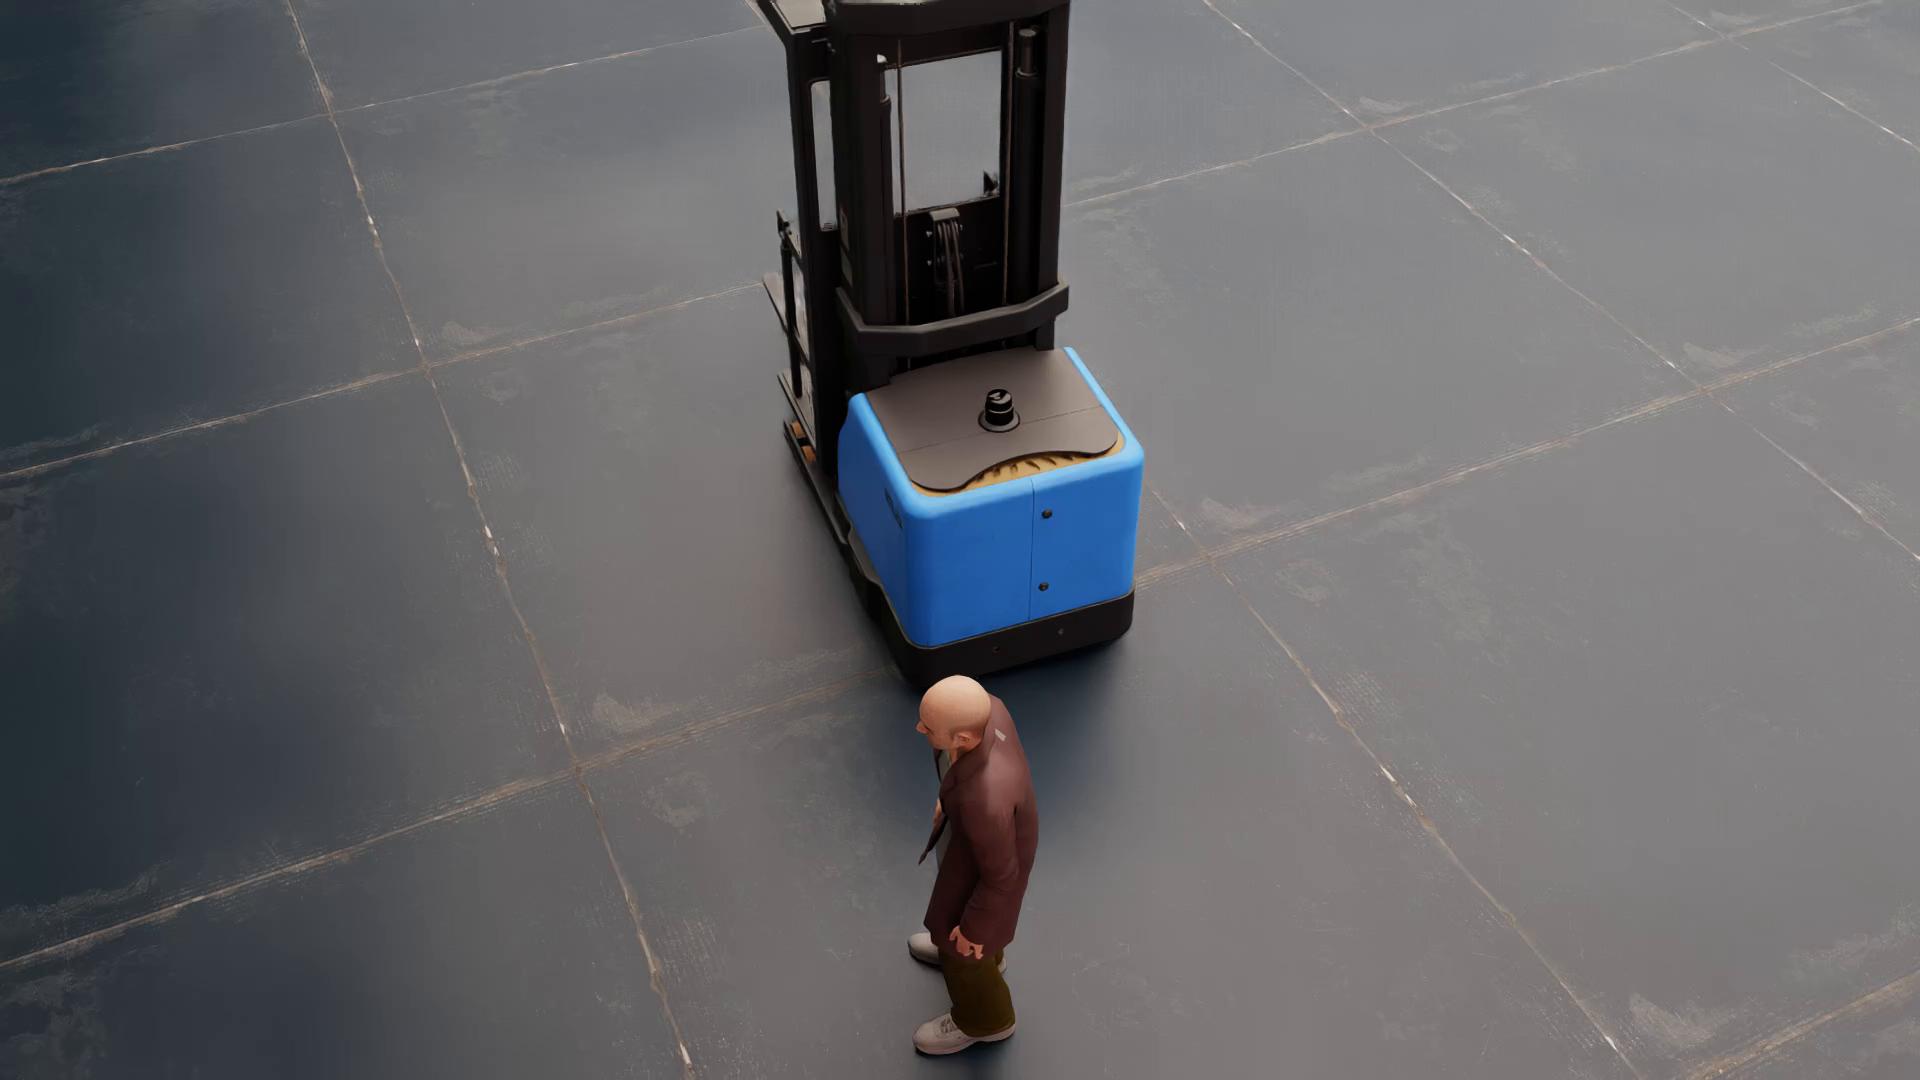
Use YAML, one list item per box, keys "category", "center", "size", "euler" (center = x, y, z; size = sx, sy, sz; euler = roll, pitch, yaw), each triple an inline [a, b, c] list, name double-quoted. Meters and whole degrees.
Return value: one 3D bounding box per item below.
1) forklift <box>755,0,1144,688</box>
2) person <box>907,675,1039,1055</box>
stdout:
- category: "forklift"
  center: [-0.231, -1.464, 7.249]
  size: [1.130, 2.935, 3.031]
  euler: [-14, 45, -15]
- category: "person"
  center: [0.033, 1.048, 5.405]
  size: [0.425, 1.773, 0.653]
  euler: [-3, 43, -4]
